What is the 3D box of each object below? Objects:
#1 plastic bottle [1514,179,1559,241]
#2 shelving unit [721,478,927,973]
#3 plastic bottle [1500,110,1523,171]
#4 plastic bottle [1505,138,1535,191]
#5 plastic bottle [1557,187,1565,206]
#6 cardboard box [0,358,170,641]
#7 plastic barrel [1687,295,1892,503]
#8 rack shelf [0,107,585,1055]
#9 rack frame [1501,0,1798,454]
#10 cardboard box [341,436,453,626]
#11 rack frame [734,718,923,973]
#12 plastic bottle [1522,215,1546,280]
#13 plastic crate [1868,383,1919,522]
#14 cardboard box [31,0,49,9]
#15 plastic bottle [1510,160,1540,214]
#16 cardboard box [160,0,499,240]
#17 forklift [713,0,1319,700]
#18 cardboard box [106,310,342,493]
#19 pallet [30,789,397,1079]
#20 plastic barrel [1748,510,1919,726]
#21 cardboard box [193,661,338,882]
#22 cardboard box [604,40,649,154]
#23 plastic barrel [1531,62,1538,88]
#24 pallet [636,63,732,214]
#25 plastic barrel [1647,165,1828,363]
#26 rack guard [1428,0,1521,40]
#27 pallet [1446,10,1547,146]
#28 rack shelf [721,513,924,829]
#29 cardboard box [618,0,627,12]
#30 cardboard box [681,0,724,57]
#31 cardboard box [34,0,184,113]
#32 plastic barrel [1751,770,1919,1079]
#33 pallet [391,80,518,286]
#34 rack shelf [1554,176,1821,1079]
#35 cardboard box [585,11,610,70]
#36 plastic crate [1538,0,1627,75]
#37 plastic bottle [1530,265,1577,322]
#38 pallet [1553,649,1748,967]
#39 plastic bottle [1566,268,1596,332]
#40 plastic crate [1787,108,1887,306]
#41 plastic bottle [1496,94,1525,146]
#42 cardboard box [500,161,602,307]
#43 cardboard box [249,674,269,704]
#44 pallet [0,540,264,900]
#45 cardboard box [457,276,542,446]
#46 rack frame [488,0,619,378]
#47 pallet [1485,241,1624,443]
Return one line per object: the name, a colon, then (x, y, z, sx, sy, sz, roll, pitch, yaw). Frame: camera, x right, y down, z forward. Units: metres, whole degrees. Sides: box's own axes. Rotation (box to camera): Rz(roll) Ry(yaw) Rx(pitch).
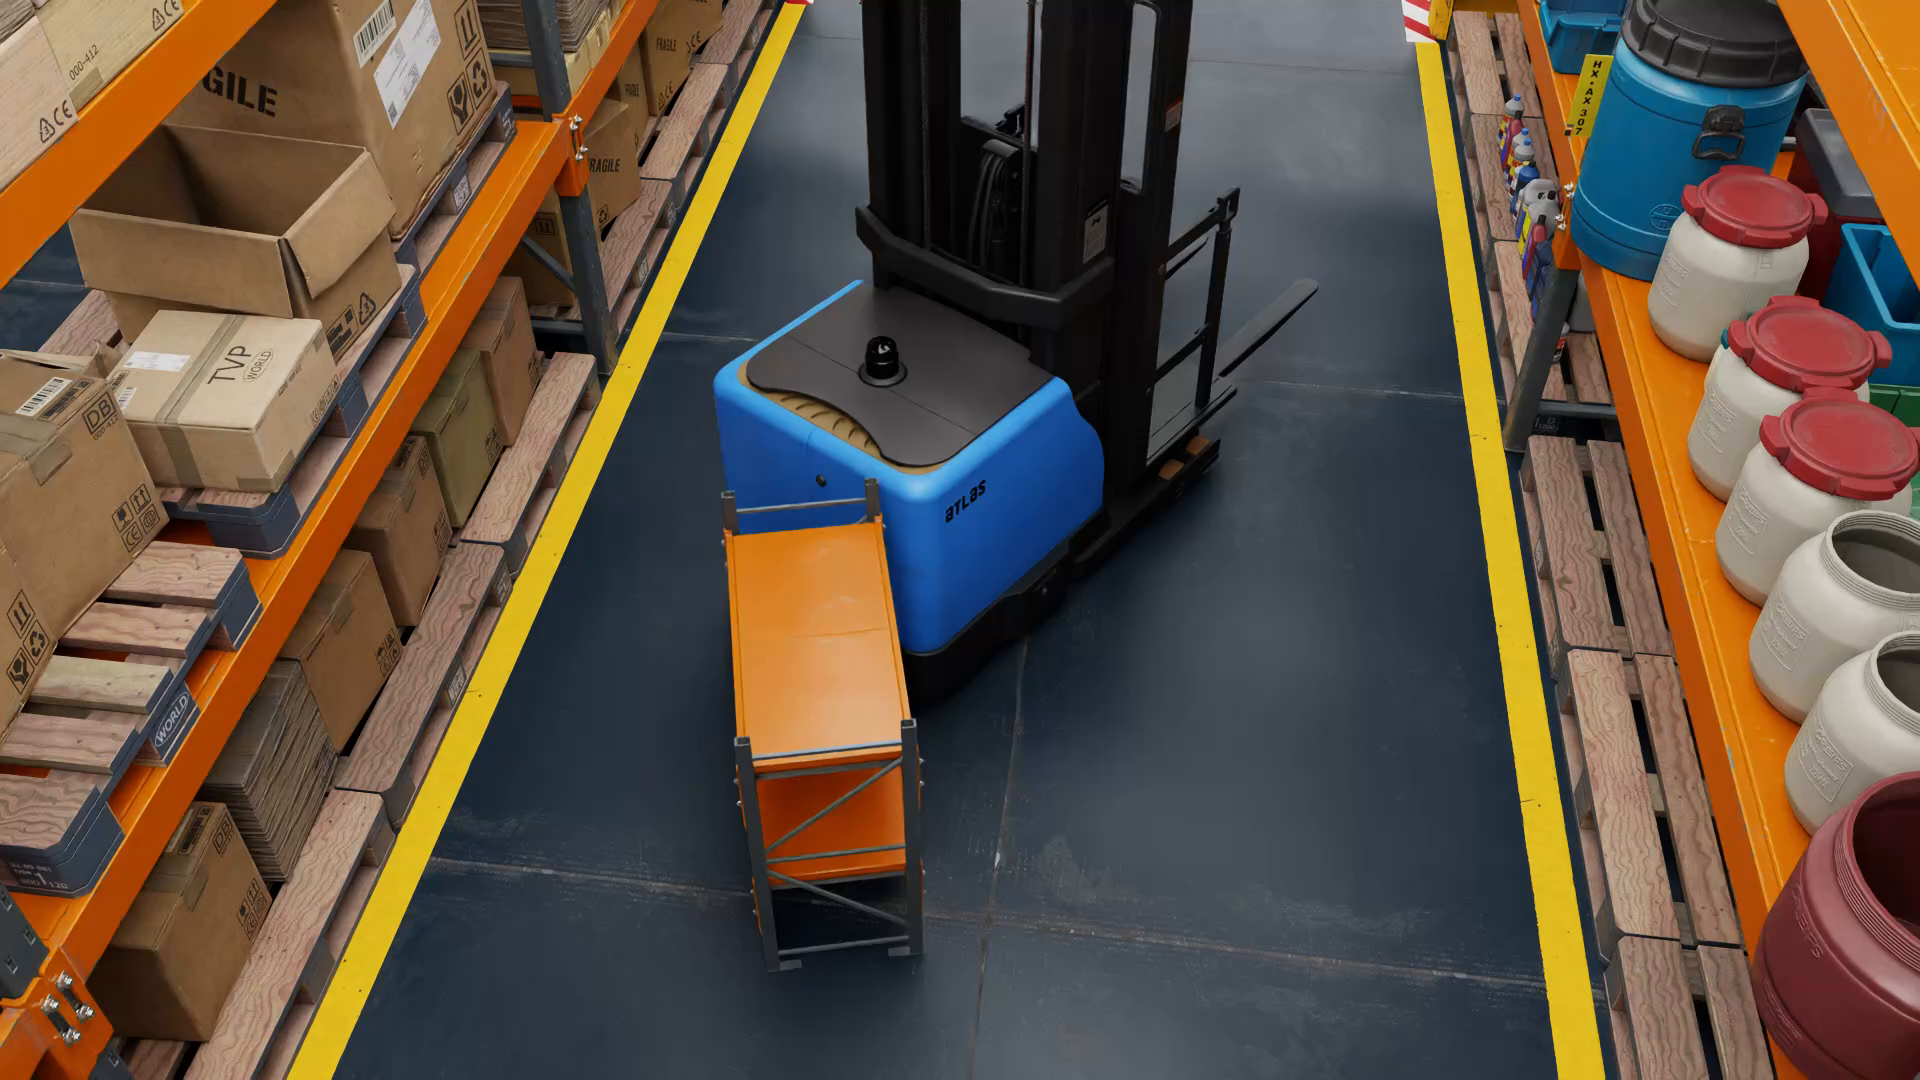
plastic bottle: (2.735, -1.559, 7.876, 0.152, 0.276, 0.135, 6, 44, 6)
shelving unit: (-0.438, 0.588, 5.310, 0.538, 1.125, 1.048, -5, 44, -6)
plastic bottle: (2.774, -2.002, 8.338, 0.061, 0.283, 0.133, 6, 44, 6)
plastic bottle: (2.764, -1.848, 8.185, 0.097, 0.271, 0.097, 0, 43, 0)
plastic bottle: (2.841, -1.553, 7.864, 0.061, 0.283, 0.133, 5, 44, 6)
cardboard box: (-2.590, -0.136, 4.334, 0.700, 0.500, 0.500, 11, 45, 12)
plastic barrel: (2.401, -0.379, 4.870, 0.433, 0.535, 0.433, 0, 43, 0)
rack shelf: (-2.332, -0.288, 5.396, 1.077, 0.370, 4.000, 5, 44, 6)
rack frame: (2.842, -1.462, 6.113, 1.000, 3.000, 0.127, 5, 44, 6)
cardboard box: (-2.325, -0.043, 6.112, 0.700, 0.500, 0.500, 2, 43, 2)
rack frame: (-0.368, 0.935, 4.945, 0.500, 1.125, 0.032, -5, 44, -6)
plastic bottle: (2.647, -1.346, 7.646, 0.061, 0.283, 0.133, 8, 44, 8)
plastic crate: (2.892, -0.173, 4.905, 0.450, 0.188, 0.662, 5, 44, 6)
cardboard box: (-2.149, -1.479, 3.512, 0.500, 0.500, 0.500, 4, 44, 4)
plastic bottle: (2.737, -1.710, 8.039, 0.097, 0.271, 0.097, 0, 43, 0)
cardboard box: (-2.311, -1.754, 5.679, 1.000, 1.000, 1.000, 6, 44, 6)
forklift: (0.441, -1.433, 6.132, 1.130, 2.935, 3.031, 29, 51, 27)
cardboard box: (-2.147, -0.406, 4.800, 0.500, 0.250, 0.500, 4, 44, 4)
pallet: (-2.491, 1.294, 5.230, 1.003, 0.211, 1.213, 5, 44, 6)
plastic barrel: (2.293, 0.216, 4.259, 0.421, 0.512, 0.421, 0, 43, 0)
cardboard box: (-2.467, 0.724, 5.302, 0.700, 0.500, 0.500, 2, 43, 2)
cardboard box: (-1.902, -2.247, 8.455, 0.500, 0.500, 0.500, 2, 43, 2)
plastic barrel: (3.293, -2.640, 8.861, 0.421, 0.512, 0.421, 0, 43, 0)
pallet: (-1.855, -2.195, 8.914, 1.003, 0.211, 1.213, 5, 44, 6)
plastic barrel: (2.498, -0.879, 5.398, 0.433, 0.535, 0.433, 0, 43, 0)
rack guard: (3.408, -3.224, 9.792, 1.175, 0.500, 0.348, 5, 44, 6)
pallet: (3.295, -2.566, 9.307, 1.003, 0.211, 1.213, 5, 44, 6)
rack shelf: (-0.438, 0.376, 5.109, 0.538, 0.278, 1.000, -5, 44, -6)
cardboard box: (-1.666, -2.454, 7.342, 0.380, 0.149, 0.250, 5, 44, 6)
cardboard box: (-1.683, -3.049, 9.301, 0.500, 0.500, 0.500, 16, 46, 16)
cardboard box: (-2.155, -1.219, 3.783, 0.500, 0.250, 0.500, 6, 44, 6)
plastic barrel: (2.074, 0.871, 3.550, 0.600, 0.536, 0.708, 5, 44, 6)
pallet: (-2.313, -1.335, 6.118, 1.003, 0.211, 1.213, 5, 44, 6)
rack shelf: (2.578, 0.162, 4.920, 1.077, 0.370, 4.000, 5, 44, 6)
cardboard box: (-1.695, -2.110, 6.979, 0.380, 0.149, 0.250, 5, 44, 6)
plastic crate: (2.719, -2.187, 6.986, 0.499, 0.251, 0.616, 5, 44, 6)
plastic bottle: (2.642, -1.125, 7.363, 0.144, 0.351, 0.185, 4, 44, 4)
pallet: (2.618, 0.923, 5.622, 1.003, 0.211, 1.213, 5, 44, 6)
plastic bottle: (2.784, -1.112, 7.349, 0.144, 0.351, 0.185, 5, 44, 6)
plastic crate: (3.081, -1.128, 5.713, 0.402, 0.464, 0.583, 5, 44, 6)
plastic bottle: (2.822, -2.150, 8.503, 0.097, 0.271, 0.097, 0, 43, 0)
cardboard box: (-1.975, -1.426, 7.587, 0.500, 0.500, 0.500, 4, 44, 4)
cardboard box: (-2.477, 0.468, 5.027, 0.500, 0.250, 0.500, 10, 44, 10)
pallet: (-2.608, 0.388, 4.298, 1.213, 0.211, 1.003, 5, 44, 6)
cardboard box: (-2.170, -0.748, 6.856, 0.700, 0.500, 0.500, 2, 43, 2)
rack frame: (-2.067, -1.912, 6.588, 1.000, 3.000, 0.127, 5, 44, 6)
pallet: (2.972, -0.904, 7.551, 1.003, 0.211, 1.213, 5, 44, 6)
